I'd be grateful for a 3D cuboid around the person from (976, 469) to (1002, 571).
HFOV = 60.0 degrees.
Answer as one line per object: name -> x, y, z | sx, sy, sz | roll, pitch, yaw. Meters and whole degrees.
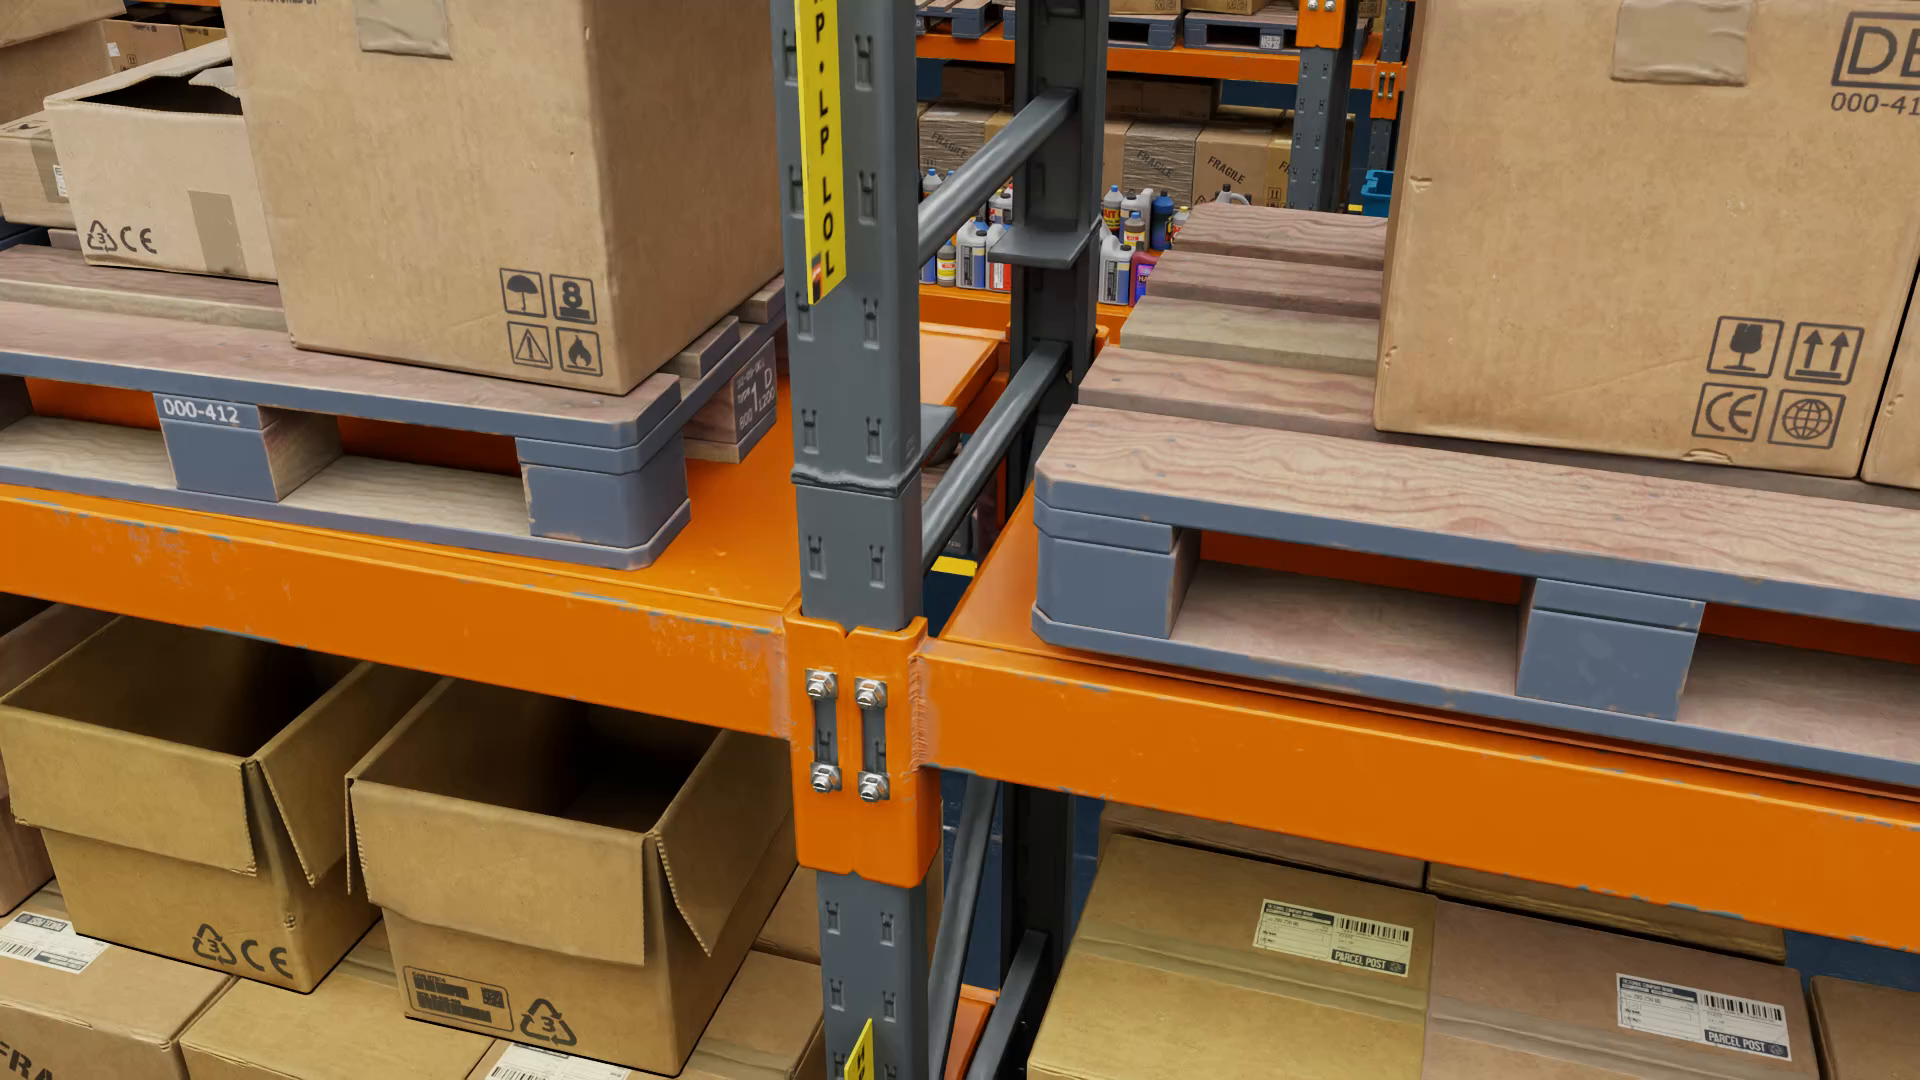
person -> 0.355, -0.064, 5.764 | 0.630, 0.945, 0.377 | -11, 31, -18
